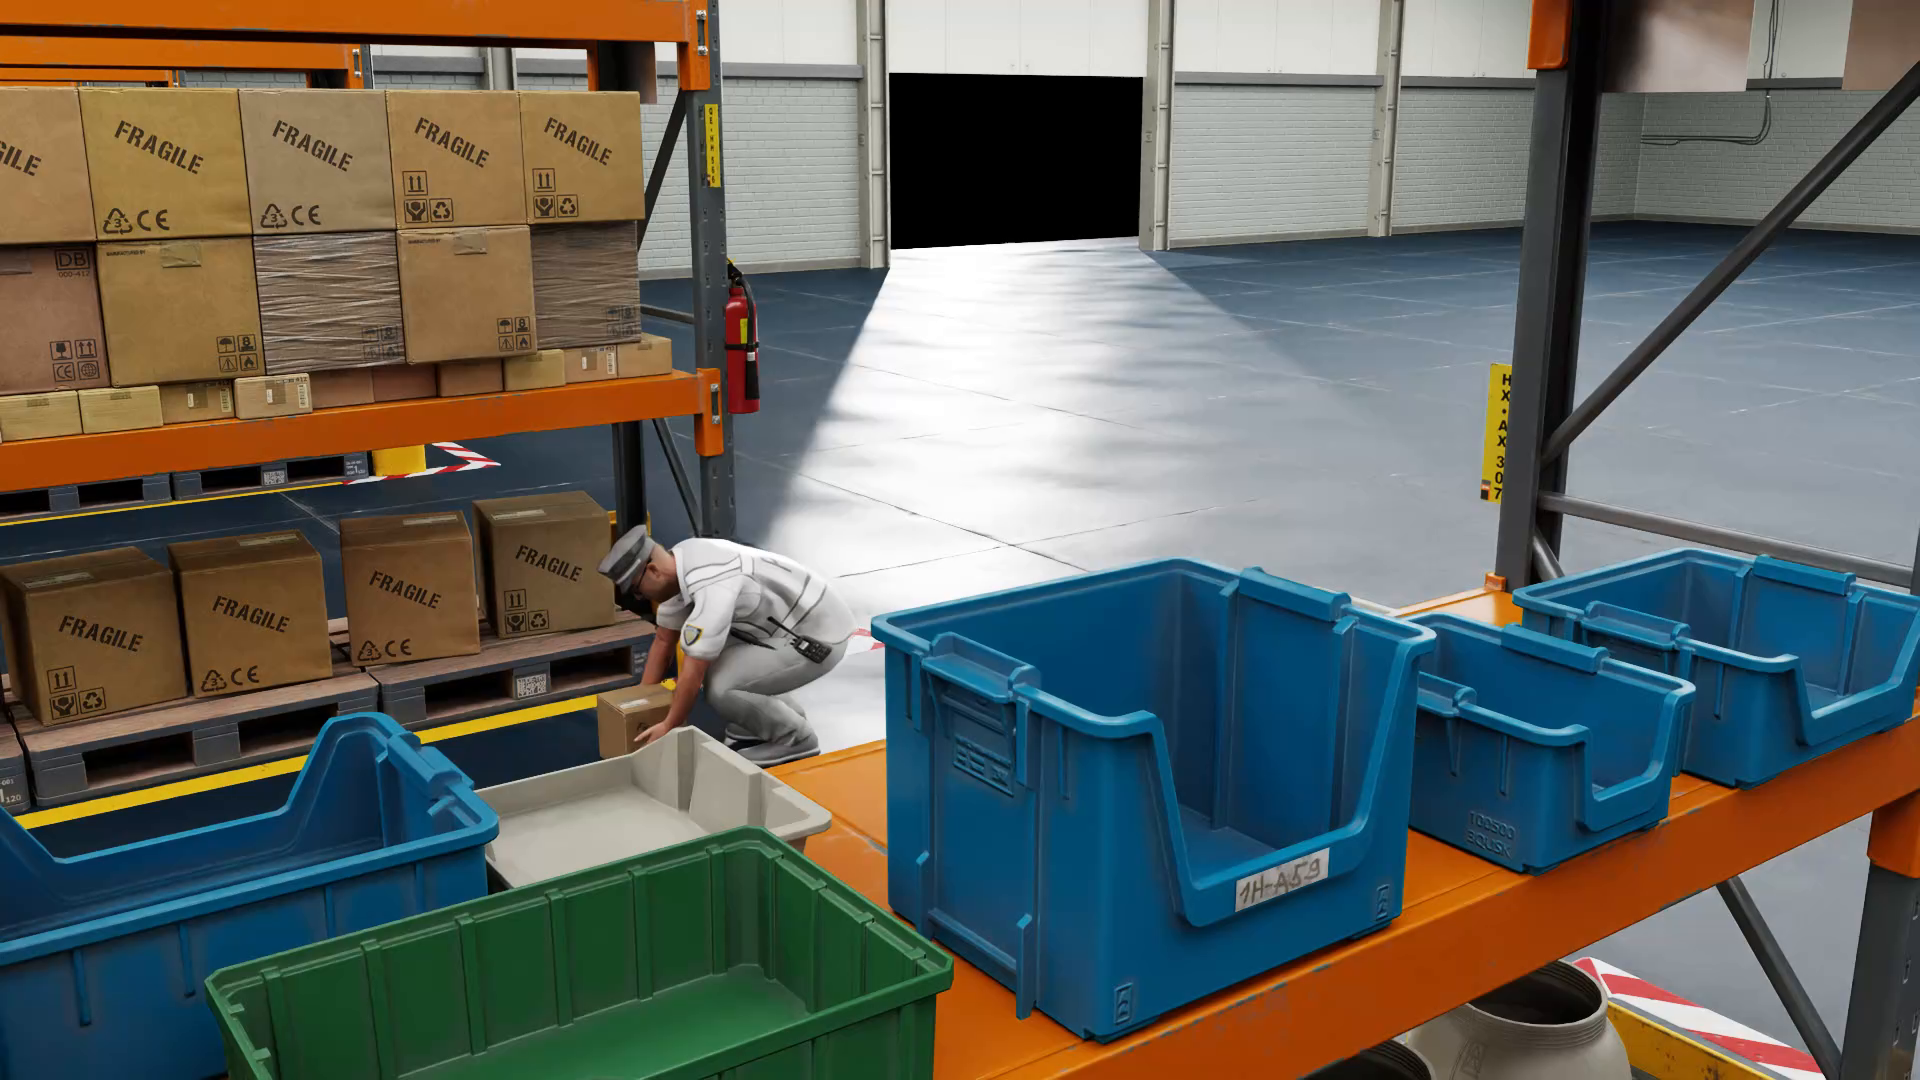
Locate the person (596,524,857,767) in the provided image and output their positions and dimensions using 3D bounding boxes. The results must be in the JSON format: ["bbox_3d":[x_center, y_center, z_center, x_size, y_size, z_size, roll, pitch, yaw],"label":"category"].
[{"bbox_3d":[-0.866,0.366,6.236,0.954,0.931,0.559,-4,15,-15],"label":"person"}]
